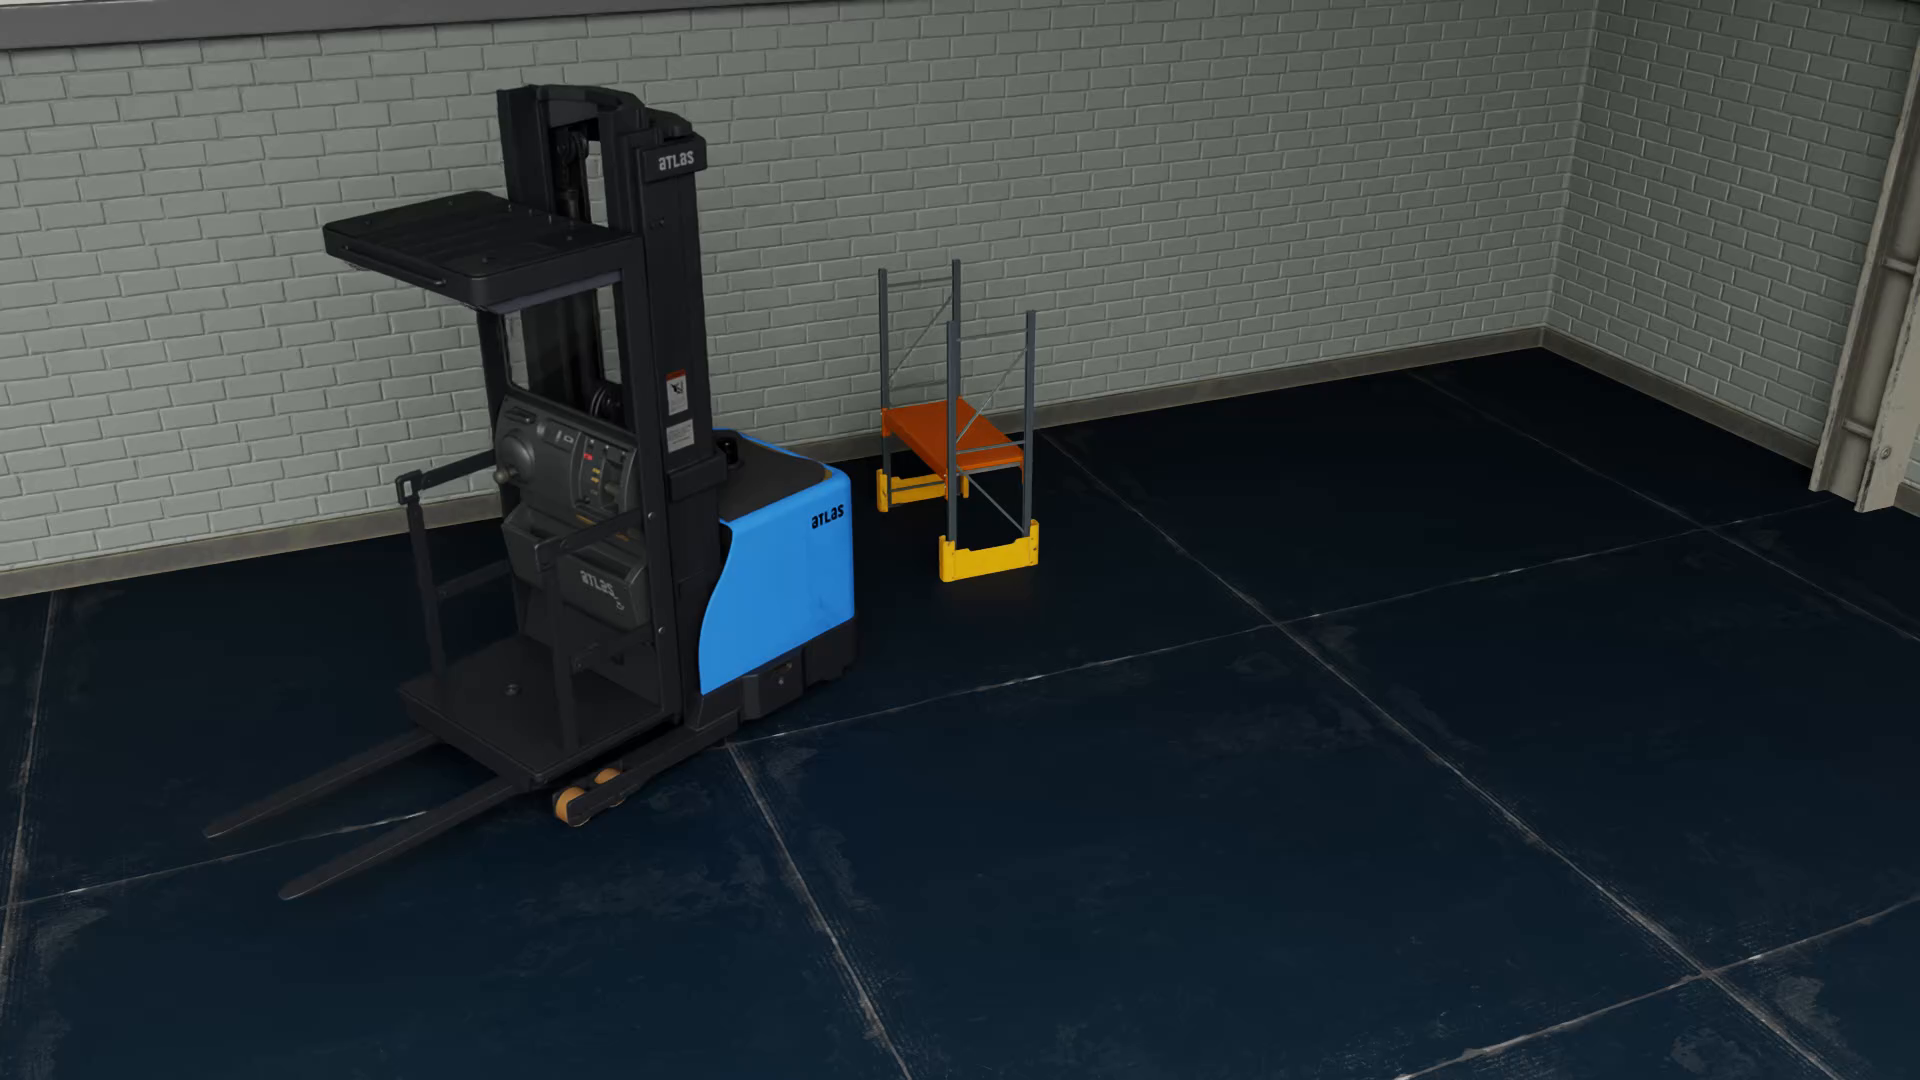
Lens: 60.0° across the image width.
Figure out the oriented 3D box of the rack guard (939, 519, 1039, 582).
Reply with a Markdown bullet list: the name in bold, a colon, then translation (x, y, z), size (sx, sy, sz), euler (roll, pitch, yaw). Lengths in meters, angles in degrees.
- **rack guard**: translation (0.165, 0.058, 9.346), size (0.587, 0.250, 0.087), euler (-11, 28, -21)

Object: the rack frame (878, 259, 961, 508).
- **rack frame**: translation (-0.232, -0.914, 9.912), size (0.500, 1.500, 0.032), euler (-11, 28, -21)

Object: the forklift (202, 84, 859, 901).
- **forklift**: translation (-1.855, -0.326, 7.078), size (1.130, 2.935, 3.031), euler (21, 33, 36)

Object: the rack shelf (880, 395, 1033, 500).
- **rack shelf**: translation (-0.033, -0.547, 9.570), size (0.538, 0.185, 1.000), euler (-11, 28, -21)

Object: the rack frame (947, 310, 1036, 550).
- **rack frame**: translation (0.166, -0.503, 9.071), size (0.500, 1.500, 0.032), euler (-11, 28, -21)

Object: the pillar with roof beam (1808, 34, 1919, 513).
- **pillar with roof beam**: translation (1.565, -3.575, 6.815), size (9.100, 9.000, 0.400), euler (-11, 28, -21)

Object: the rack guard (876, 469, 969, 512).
- **rack guard**: translation (-0.225, -0.344, 10.170), size (0.587, 0.250, 0.087), euler (-11, 28, -21)

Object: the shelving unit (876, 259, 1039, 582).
- **shelving unit**: translation (-0.030, -0.705, 9.484), size (0.587, 1.500, 1.083), euler (-11, 28, -21)
